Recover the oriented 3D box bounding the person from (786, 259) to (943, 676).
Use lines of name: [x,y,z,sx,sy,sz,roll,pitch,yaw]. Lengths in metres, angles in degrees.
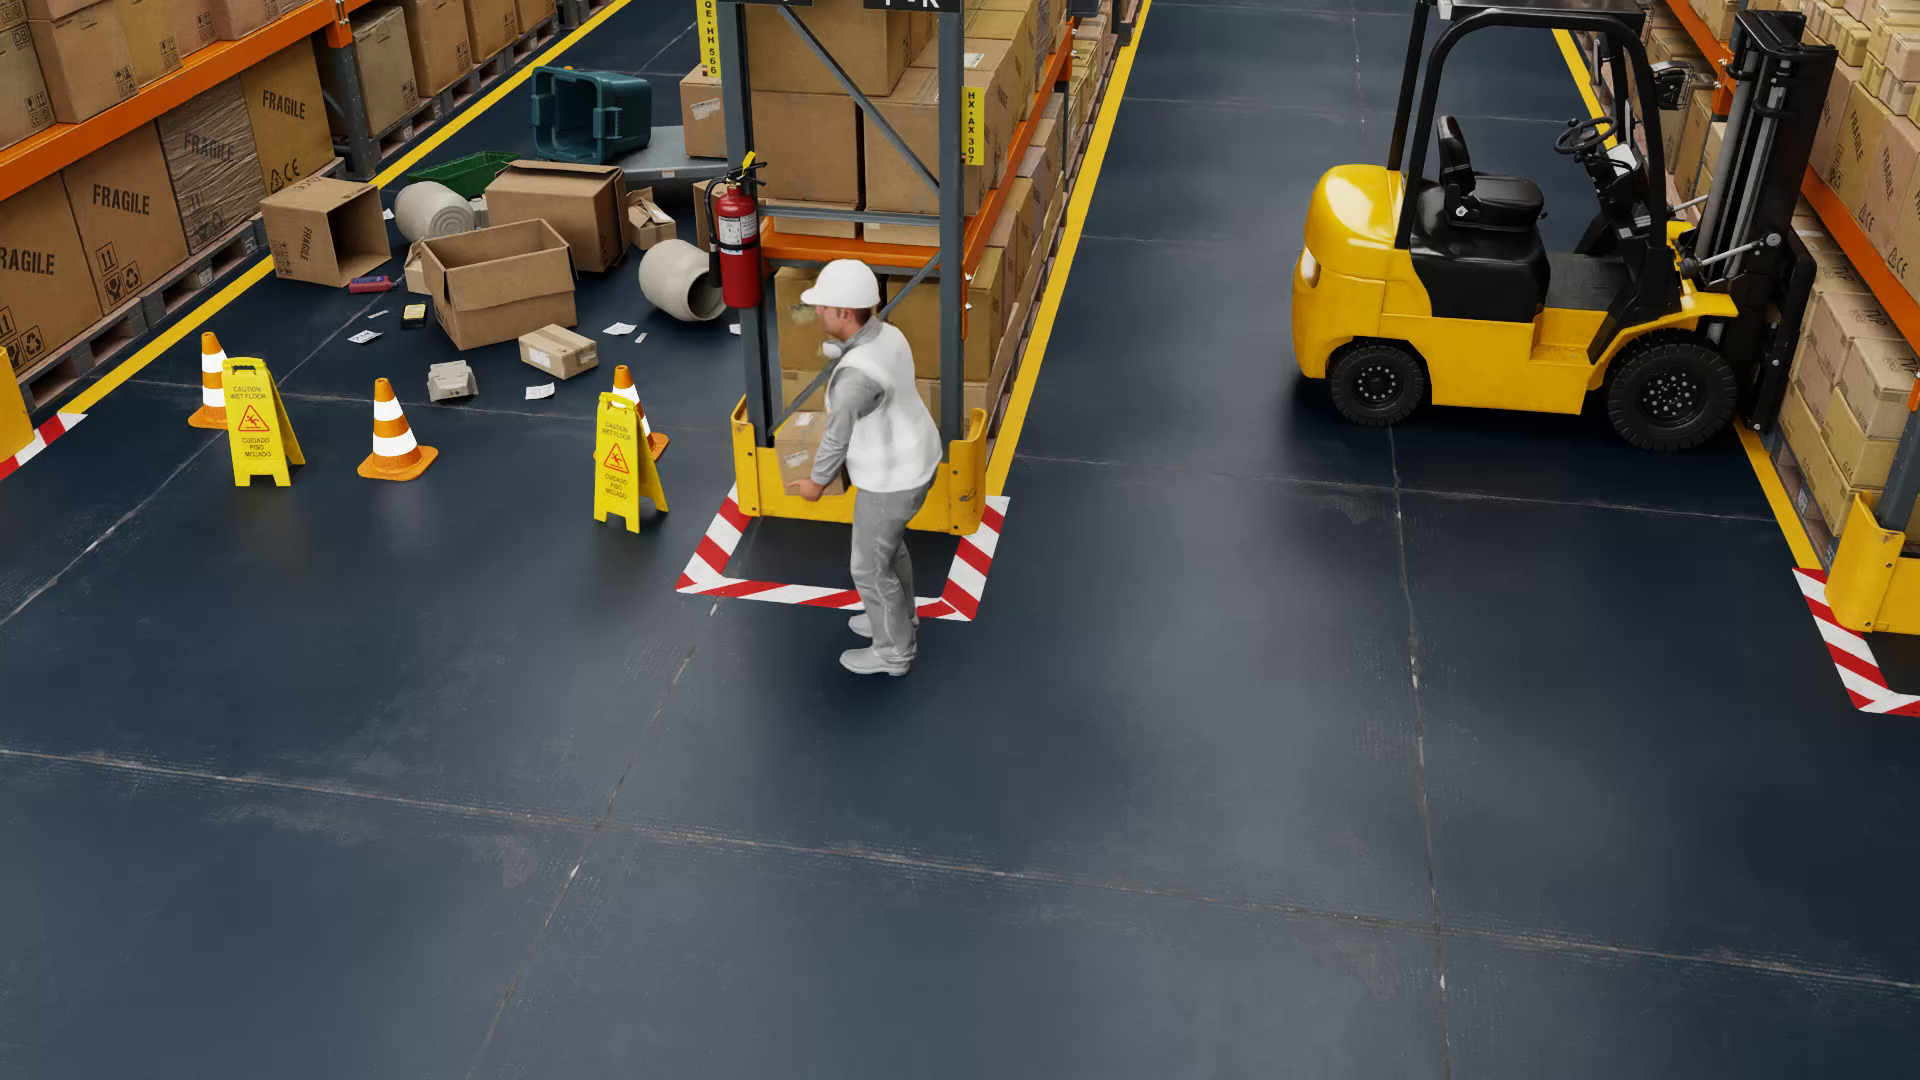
person: [-0.375,-0.276,6.573,0.584,1.756,0.484,8,33,12]
